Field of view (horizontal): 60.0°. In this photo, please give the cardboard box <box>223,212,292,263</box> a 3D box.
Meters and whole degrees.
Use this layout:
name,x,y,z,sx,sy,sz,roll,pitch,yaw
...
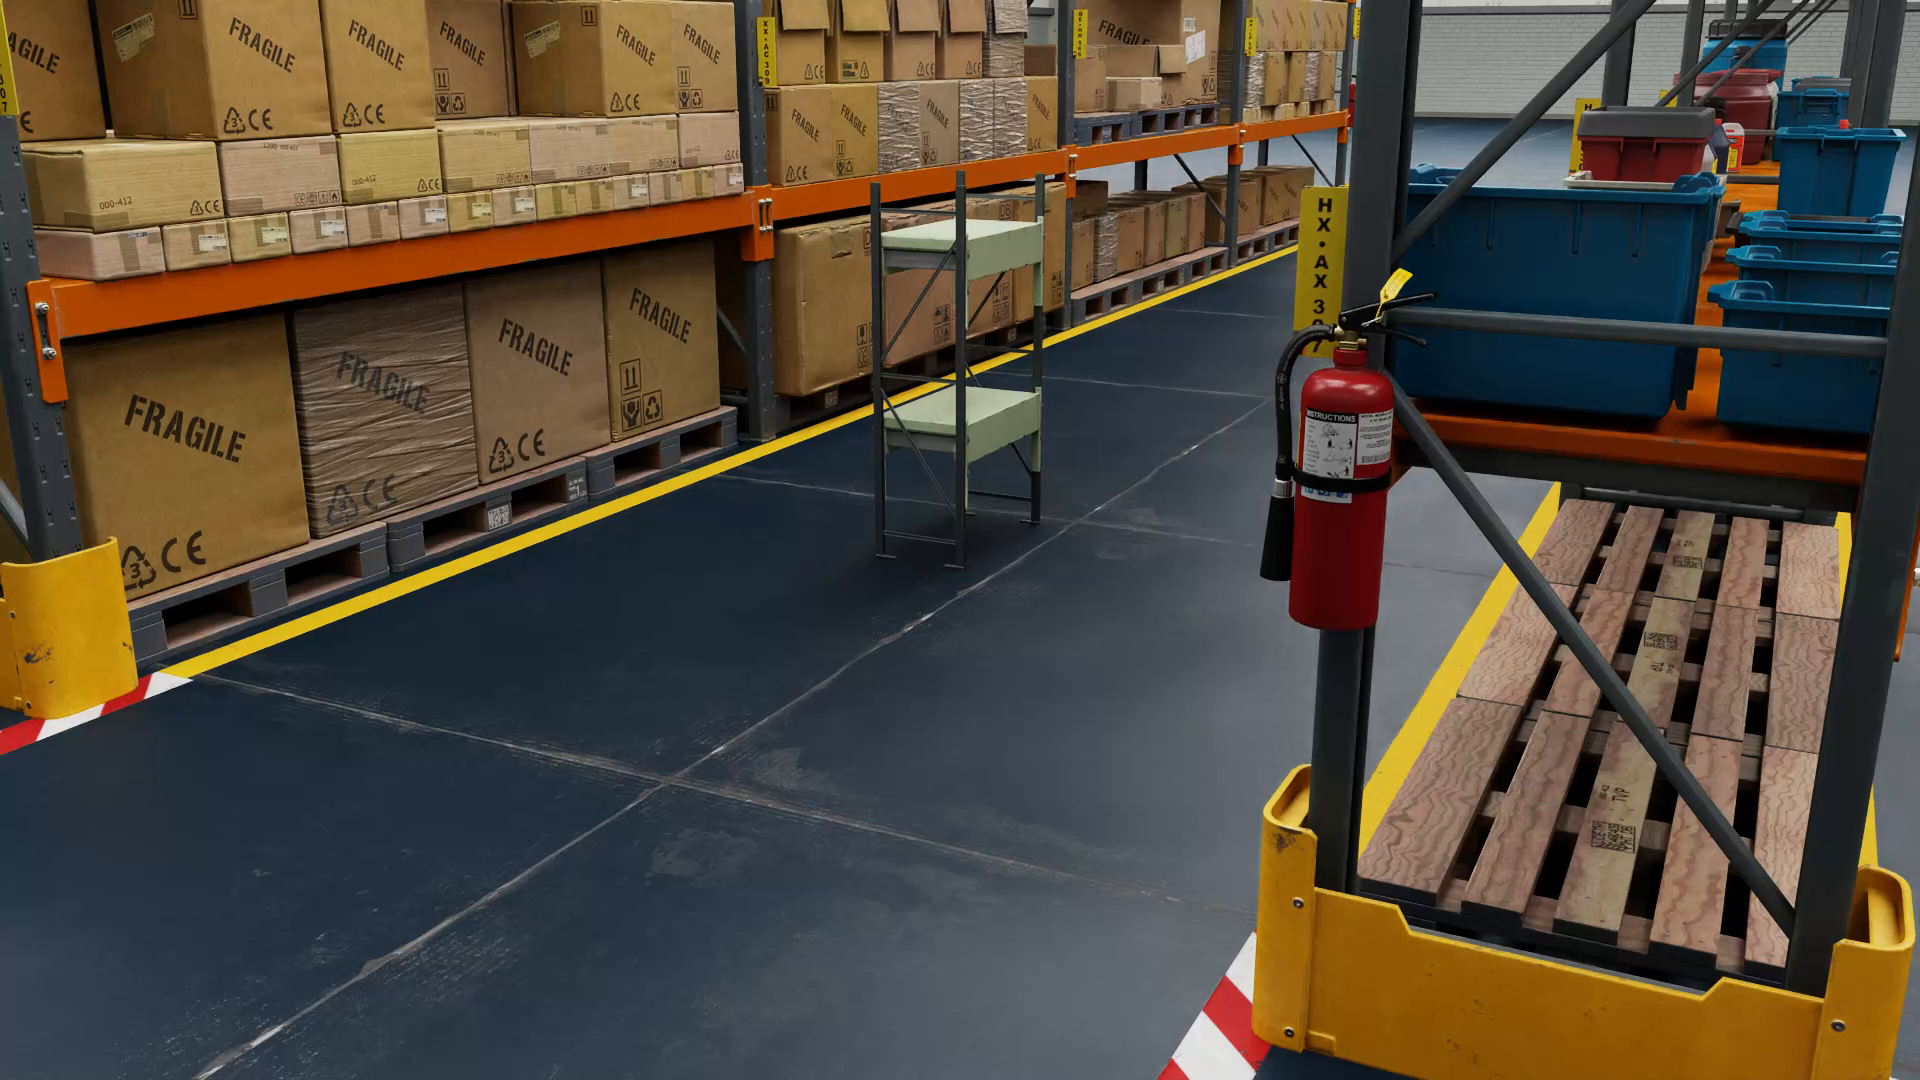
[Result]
name,x,y,z,sx,sy,sz,roll,pitch,yaw
cardboard box,-2.554,-1.057,5.757,0.380,0.149,0.250,8,18,24

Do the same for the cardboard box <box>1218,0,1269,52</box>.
name,x,y,z,sx,sy,sz,roll,pitch,yaw
cardboard box,2.555,-4.807,15.487,0.500,0.500,0.500,8,18,25

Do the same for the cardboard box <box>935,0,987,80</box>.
name,x,y,z,sx,sy,sz,roll,pitch,yaw
cardboard box,-0.296,-3.215,10.644,0.797,0.503,0.637,9,19,27

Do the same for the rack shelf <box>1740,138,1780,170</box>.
name,x,y,z,sx,sy,sz,roll,pitch,yaw
rack shelf,5.664,-2.571,11.674,1.077,0.370,4.000,8,18,25

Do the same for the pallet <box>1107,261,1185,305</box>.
name,x,y,z,sx,sy,sz,roll,pitch,yaw
pallet,1.236,-2.208,14.087,1.003,0.211,1.213,8,18,25

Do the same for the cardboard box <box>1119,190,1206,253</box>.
name,x,y,z,sx,sy,sz,roll,pitch,yaw
cardboard box,1.833,-2.914,15.185,0.700,0.500,0.500,7,18,21

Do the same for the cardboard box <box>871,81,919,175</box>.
name,x,y,z,sx,sy,sz,roll,pitch,yaw
cardboard box,-0.571,-2.406,9.682,0.500,0.500,0.500,8,18,24

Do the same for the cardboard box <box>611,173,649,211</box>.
name,x,y,z,sx,sy,sz,roll,pitch,yaw
cardboard box,-1.636,-1.581,7.521,0.380,0.149,0.250,8,19,26

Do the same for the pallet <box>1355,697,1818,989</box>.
name,x,y,z,sx,sy,sz,roll,pitch,yaw
pallet,1.599,0.763,4.084,1.003,0.211,1.213,8,18,25

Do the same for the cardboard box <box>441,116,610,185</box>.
name,x,y,z,sx,sy,sz,roll,pitch,yaw
cardboard box,-1.868,-1.680,7.153,0.500,0.250,0.500,9,19,26

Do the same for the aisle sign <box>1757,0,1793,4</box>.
name,x,y,z,sx,sy,sz,roll,pitch,yaw
aisle sign,8.115,-5.746,16.535,0.394,0.787,0.004,8,18,25

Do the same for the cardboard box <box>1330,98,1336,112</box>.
name,x,y,z,sx,sy,sz,roll,pitch,yaw
cardboard box,3.971,-4.855,18.542,0.380,0.149,0.250,8,18,25

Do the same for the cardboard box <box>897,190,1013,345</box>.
name,x,y,z,sx,sy,sz,roll,pitch,yaw
cardboard box,-0.393,-1.820,10.877,1.225,0.875,0.875,8,18,26

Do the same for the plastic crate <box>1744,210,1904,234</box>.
name,x,y,z,sx,sy,sz,roll,pitch,yaw
plastic crate,2.323,-0.750,4.469,0.416,0.233,0.300,8,18,25

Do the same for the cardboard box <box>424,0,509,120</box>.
name,x,y,z,sx,sy,sz,roll,pitch,yaw
cardboard box,-2.346,-2.100,7.252,0.500,0.500,0.500,7,18,24

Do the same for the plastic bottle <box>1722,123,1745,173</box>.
name,x,y,z,sx,sy,sz,roll,pitch,yaw
plastic bottle,4.424,-2.258,9.577,0.152,0.276,0.135,8,18,25

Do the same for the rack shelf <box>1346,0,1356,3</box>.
name,x,y,z,sx,sy,sz,roll,pitch,yaw
rack shelf,3.020,-5.658,16.799,1.077,0.370,4.000,8,18,25

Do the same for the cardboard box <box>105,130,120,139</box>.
name,x,y,z,sx,sy,sz,roll,pitch,yaw
cardboard box,-3.029,-1.355,6.061,0.500,0.250,0.500,8,18,24

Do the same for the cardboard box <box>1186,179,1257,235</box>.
name,x,y,z,sx,sy,sz,roll,pitch,yaw
cardboard box,2.590,-3.302,16.525,0.500,0.500,0.500,16,23,43

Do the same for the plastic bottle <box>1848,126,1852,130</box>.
name,x,y,z,sx,sy,sz,roll,pitch,yaw
plastic bottle,4.868,-2.134,9.146,0.061,0.283,0.133,8,18,25

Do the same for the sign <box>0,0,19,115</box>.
name,x,y,z,sx,sy,sz,roll,pitch,yaw
sign,-2.742,-1.379,4.740,0.100,0.325,0.005,8,18,25

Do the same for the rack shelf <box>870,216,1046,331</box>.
name,x,y,z,sx,sy,sz,roll,pitch,yaw
rack shelf,0.003,-1.095,6.705,0.431,0.370,0.720,8,18,25

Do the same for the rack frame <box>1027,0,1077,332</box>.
name,x,y,z,sx,sy,sz,roll,pitch,yaw
rack frame,0.339,-3.036,11.978,1.000,3.000,0.127,8,18,25

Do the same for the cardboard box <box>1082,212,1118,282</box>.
name,x,y,z,sx,sy,sz,roll,pitch,yaw
cardboard box,0.857,-2.365,13.336,0.700,0.500,0.500,6,18,21

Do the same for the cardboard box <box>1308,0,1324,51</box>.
name,x,y,z,sx,sy,sz,roll,pitch,yaw
cardboard box,3.445,-5.317,17.204,0.500,0.500,0.500,8,18,25

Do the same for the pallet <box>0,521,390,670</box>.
name,x,y,z,sx,sy,sz,roll,pitch,yaw
pallet,-2.948,0.125,6.234,1.003,0.211,1.213,8,18,25

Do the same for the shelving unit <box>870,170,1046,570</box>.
name,x,y,z,sx,sy,sz,roll,pitch,yaw
shelving unit,0.003,-0.721,6.817,0.431,1.500,0.755,8,18,25

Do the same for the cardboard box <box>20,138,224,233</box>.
name,x,y,z,sx,sy,sz,roll,pitch,yaw
cardboard box,-2.779,-1.157,5.393,0.500,0.250,0.500,8,18,24

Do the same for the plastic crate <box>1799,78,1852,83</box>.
name,x,y,z,sx,sy,sz,roll,pitch,yaw
plastic crate,6.615,-3.293,12.732,0.402,0.464,0.583,8,18,25

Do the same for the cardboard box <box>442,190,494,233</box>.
name,x,y,z,sx,sy,sz,roll,pitch,yaw
cardboard box,-2.095,-1.318,6.636,0.380,0.149,0.250,8,18,24

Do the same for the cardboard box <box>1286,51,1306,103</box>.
name,x,y,z,sx,sy,sz,roll,pitch,yaw
cardboard box,3.032,-4.737,17.008,0.875,0.500,0.500,8,18,25

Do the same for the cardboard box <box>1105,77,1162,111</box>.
name,x,y,z,sx,sy,sz,roll,pitch,yaw
cardboard box,1.294,-3.563,13.279,0.500,0.250,0.500,8,18,24

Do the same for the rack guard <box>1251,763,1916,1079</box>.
name,x,y,z,sx,sy,sz,roll,pitch,yaw
rack guard,1.196,0.838,3.326,1.175,0.500,0.348,8,18,25

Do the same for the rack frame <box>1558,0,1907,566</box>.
name,x,y,z,sx,sy,sz,roll,pitch,yaw
rack frame,2.983,-1.387,6.426,1.000,3.000,0.127,8,18,25

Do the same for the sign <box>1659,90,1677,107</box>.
name,x,y,z,sx,sy,sz,roll,pitch,yaw
sign,4.275,-2.552,10.063,0.100,0.325,0.005,8,18,25

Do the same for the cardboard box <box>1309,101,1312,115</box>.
name,x,y,z,sx,sy,sz,roll,pitch,yaw
cardboard box,3.519,-4.601,17.687,0.380,0.149,0.250,8,18,25

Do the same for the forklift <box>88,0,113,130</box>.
name,x,y,z,sx,sy,sz,roll,pitch,yaw
forklift,-4.429,-1.900,8.272,1.130,2.935,3.031,4,17,13

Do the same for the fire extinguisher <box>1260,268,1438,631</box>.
name,x,y,z,sx,sy,sz,roll,pitch,yaw
fire extinguisher,0.722,-0.172,3.126,0.296,0.674,0.183,8,18,25

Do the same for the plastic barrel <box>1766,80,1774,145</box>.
name,x,y,z,sx,sy,sz,roll,pitch,yaw
plastic barrel,5.227,-2.856,11.176,0.421,0.512,0.421,0,17,0

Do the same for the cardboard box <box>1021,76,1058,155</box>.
name,x,y,z,sx,sy,sz,roll,pitch,yaw
cardboard box,0.340,-2.927,11.435,0.500,0.500,0.500,9,19,27

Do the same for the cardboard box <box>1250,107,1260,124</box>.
name,x,y,z,sx,sy,sz,roll,pitch,yaw
cardboard box,2.615,-4.013,15.709,0.380,0.149,0.250,8,18,25

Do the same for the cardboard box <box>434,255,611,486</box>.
name,x,y,z,sx,sy,sz,roll,pitch,yaw
cardboard box,-2.217,-0.813,7.487,0.875,0.875,0.875,8,18,25

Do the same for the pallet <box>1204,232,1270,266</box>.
name,x,y,z,sx,sy,sz,roll,pitch,yaw
pallet,2.395,-2.894,16.397,1.003,0.211,1.213,8,18,25

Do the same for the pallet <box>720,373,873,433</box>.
name,x,y,z,sx,sy,sz,roll,pitch,yaw
pallet,-1.171,-0.887,9.639,1.003,0.211,1.213,8,18,25

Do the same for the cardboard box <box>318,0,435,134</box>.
name,x,y,z,sx,sy,sz,roll,pitch,yaw
cardboard box,-2.330,-1.777,6.162,0.500,0.500,0.500,8,18,24

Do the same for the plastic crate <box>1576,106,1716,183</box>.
name,x,y,z,sx,sy,sz,roll,pitch,yaw
plastic crate,2.360,-1.251,5.751,0.402,0.464,0.583,8,18,25

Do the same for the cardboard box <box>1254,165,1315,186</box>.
name,x,y,z,sx,sy,sz,roll,pitch,yaw
cardboard box,3.620,-3.920,18.607,0.500,0.500,0.500,12,20,36

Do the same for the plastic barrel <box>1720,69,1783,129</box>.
name,x,y,z,sx,sy,sz,roll,pitch,yaw
plastic barrel,5.934,-3.274,12.541,0.433,0.535,0.433,0,17,0

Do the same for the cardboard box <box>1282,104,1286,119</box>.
name,x,y,z,sx,sy,sz,roll,pitch,yaw
cardboard box,3.028,-4.273,16.583,0.380,0.149,0.250,8,18,25
